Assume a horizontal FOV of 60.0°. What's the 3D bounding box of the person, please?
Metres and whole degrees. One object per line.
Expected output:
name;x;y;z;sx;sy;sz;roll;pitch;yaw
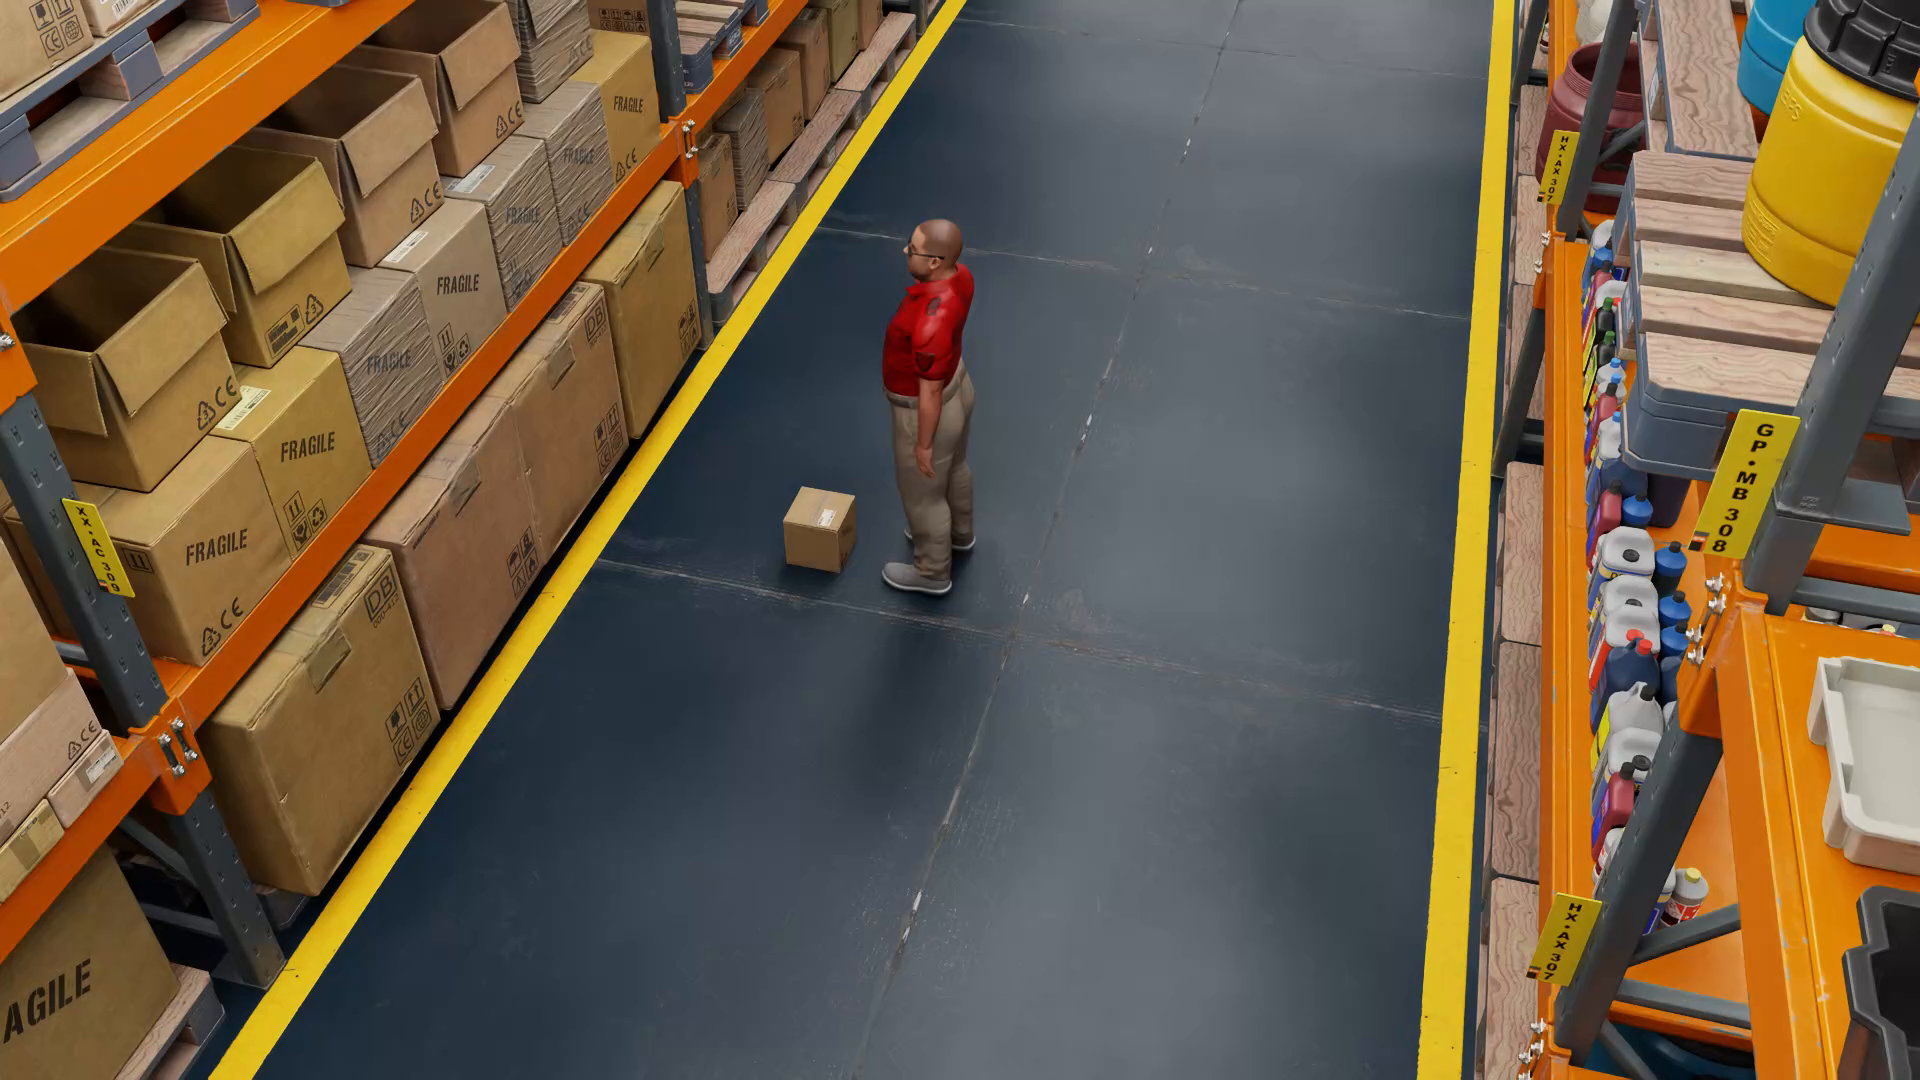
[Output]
person;-0.151;-0.536;6.772;0.386;1.737;0.567;10;42;11
